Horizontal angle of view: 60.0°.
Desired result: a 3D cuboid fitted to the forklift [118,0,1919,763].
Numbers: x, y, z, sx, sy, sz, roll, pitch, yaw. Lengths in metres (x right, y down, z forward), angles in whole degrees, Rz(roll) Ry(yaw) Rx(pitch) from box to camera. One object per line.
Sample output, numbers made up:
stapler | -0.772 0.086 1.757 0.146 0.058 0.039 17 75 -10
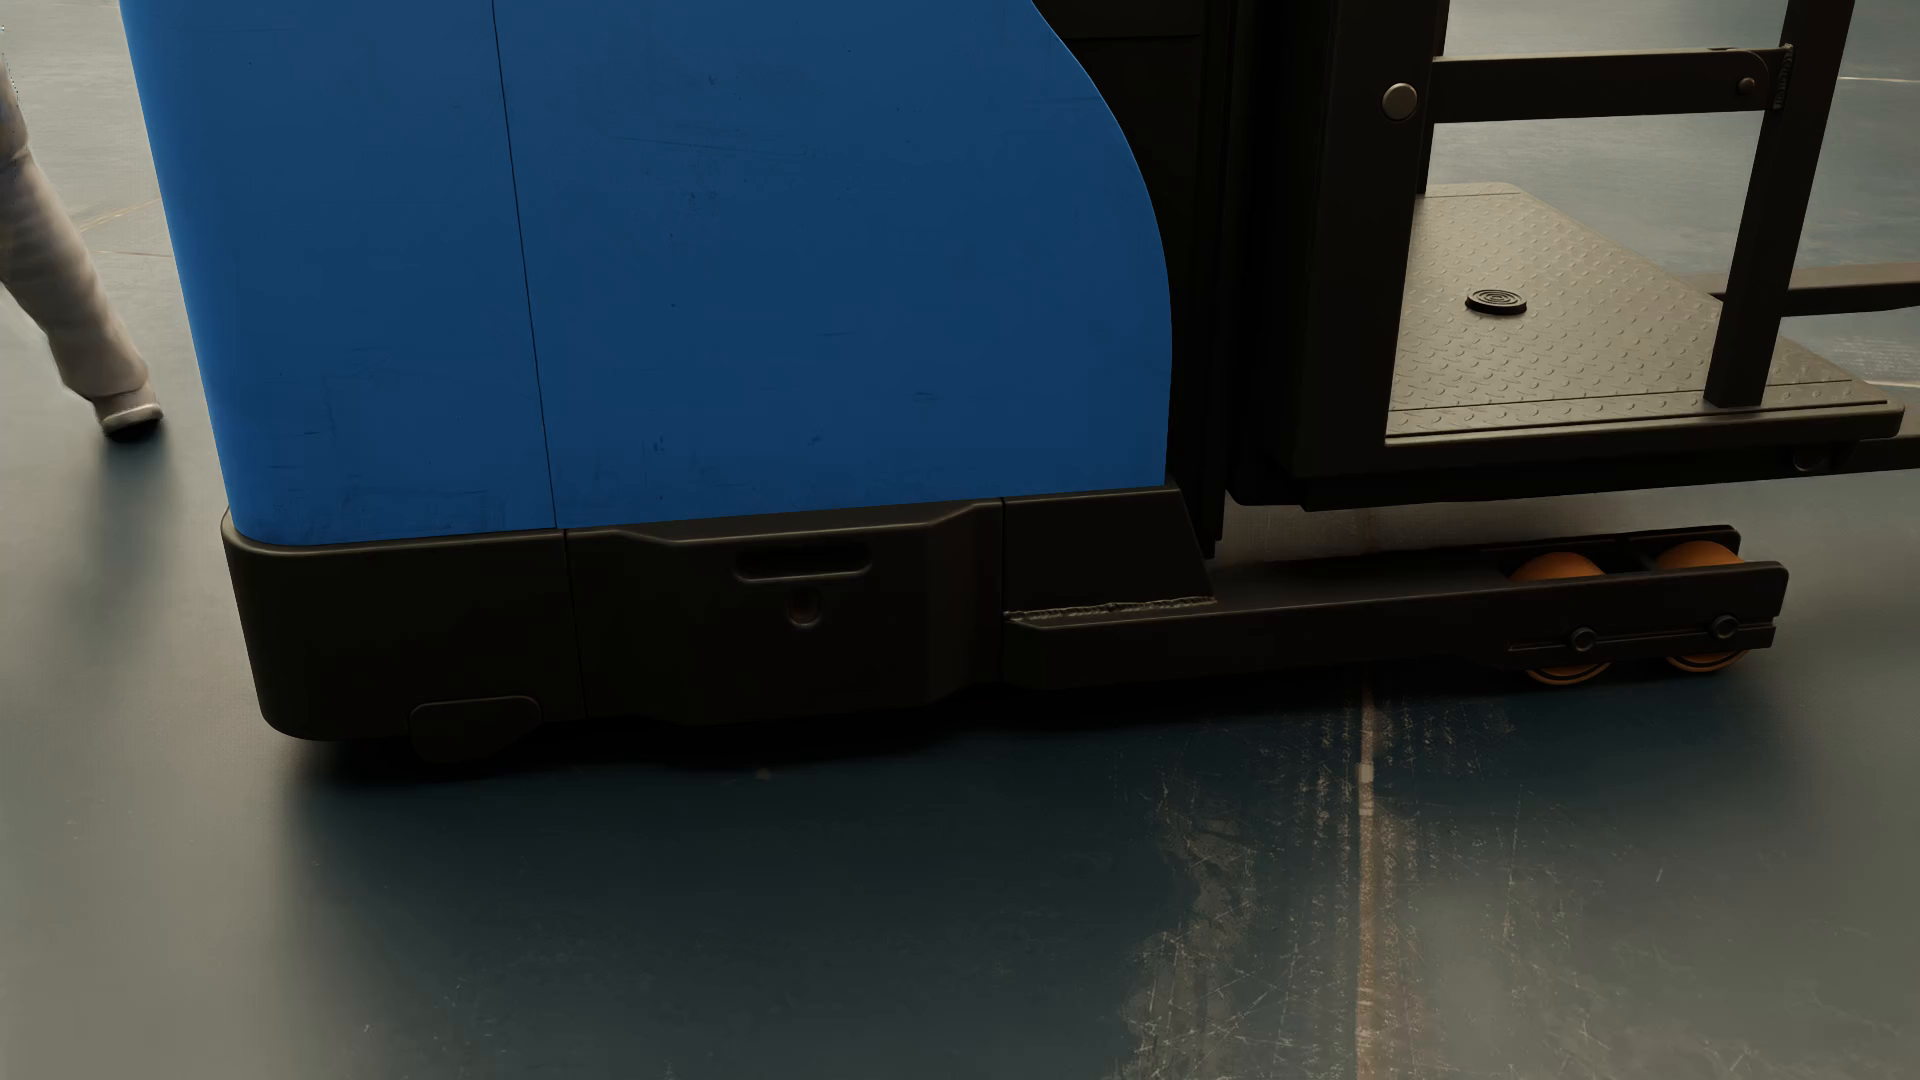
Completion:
forklift | 0.600 -1.354 1.930 3.031 2.935 1.130 -4 27 -9

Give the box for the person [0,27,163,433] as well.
person | -1.525 -0.704 2.306 0.502 1.563 1.110 15 30 26
